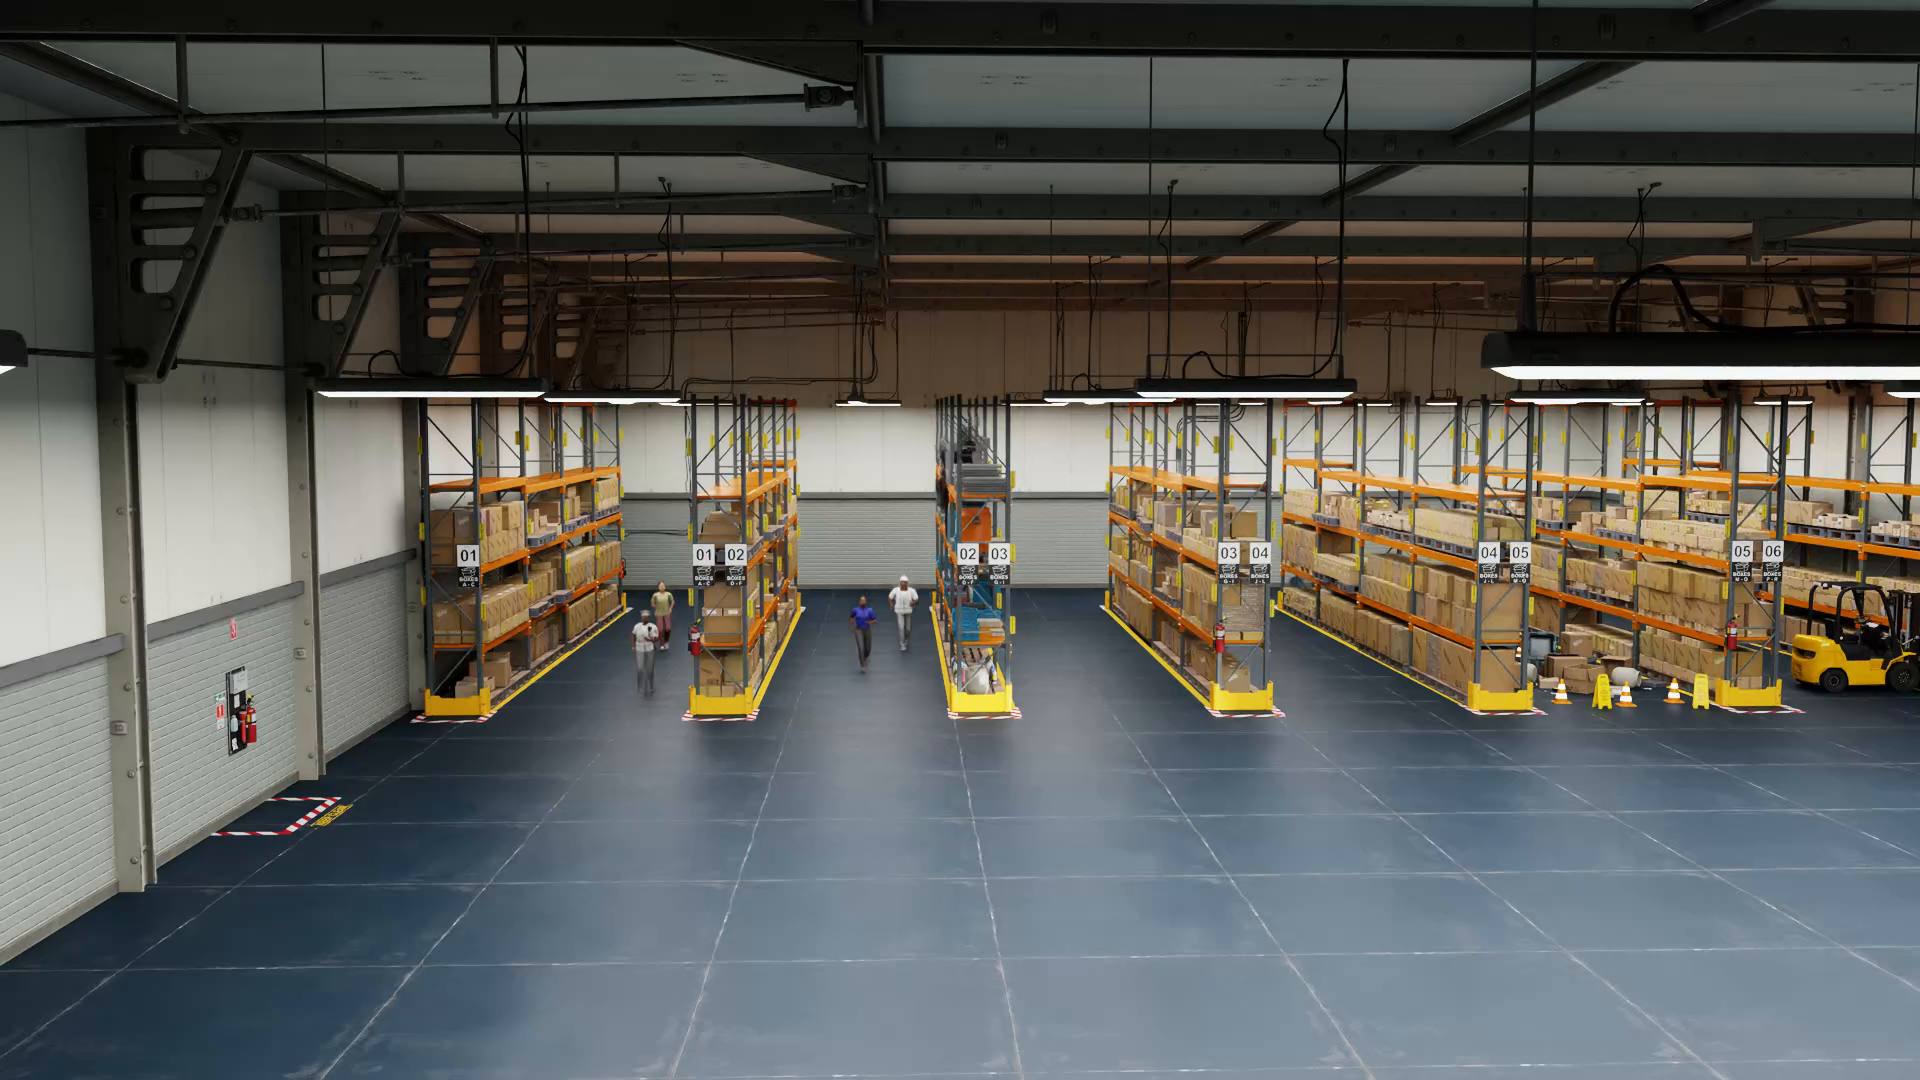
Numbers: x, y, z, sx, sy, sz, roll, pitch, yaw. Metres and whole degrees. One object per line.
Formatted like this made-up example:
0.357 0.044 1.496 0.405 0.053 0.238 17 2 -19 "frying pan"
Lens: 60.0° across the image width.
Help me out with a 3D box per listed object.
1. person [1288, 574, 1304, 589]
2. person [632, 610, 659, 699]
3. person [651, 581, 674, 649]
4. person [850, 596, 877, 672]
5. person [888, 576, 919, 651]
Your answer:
9.948 1.022 49.053 0.871 1.739 0.759 2 5 19 "person"
-6.291 2.260 33.254 0.549 1.755 0.781 -1 5 -8 "person"
-7.031 1.793 39.387 0.567 1.631 0.556 -1 5 -14 "person"
-2.117 2.029 36.355 0.578 1.634 0.865 -1 5 -7 "person"
-1.332 1.726 39.569 0.722 1.757 0.835 -1 5 -9 "person"
